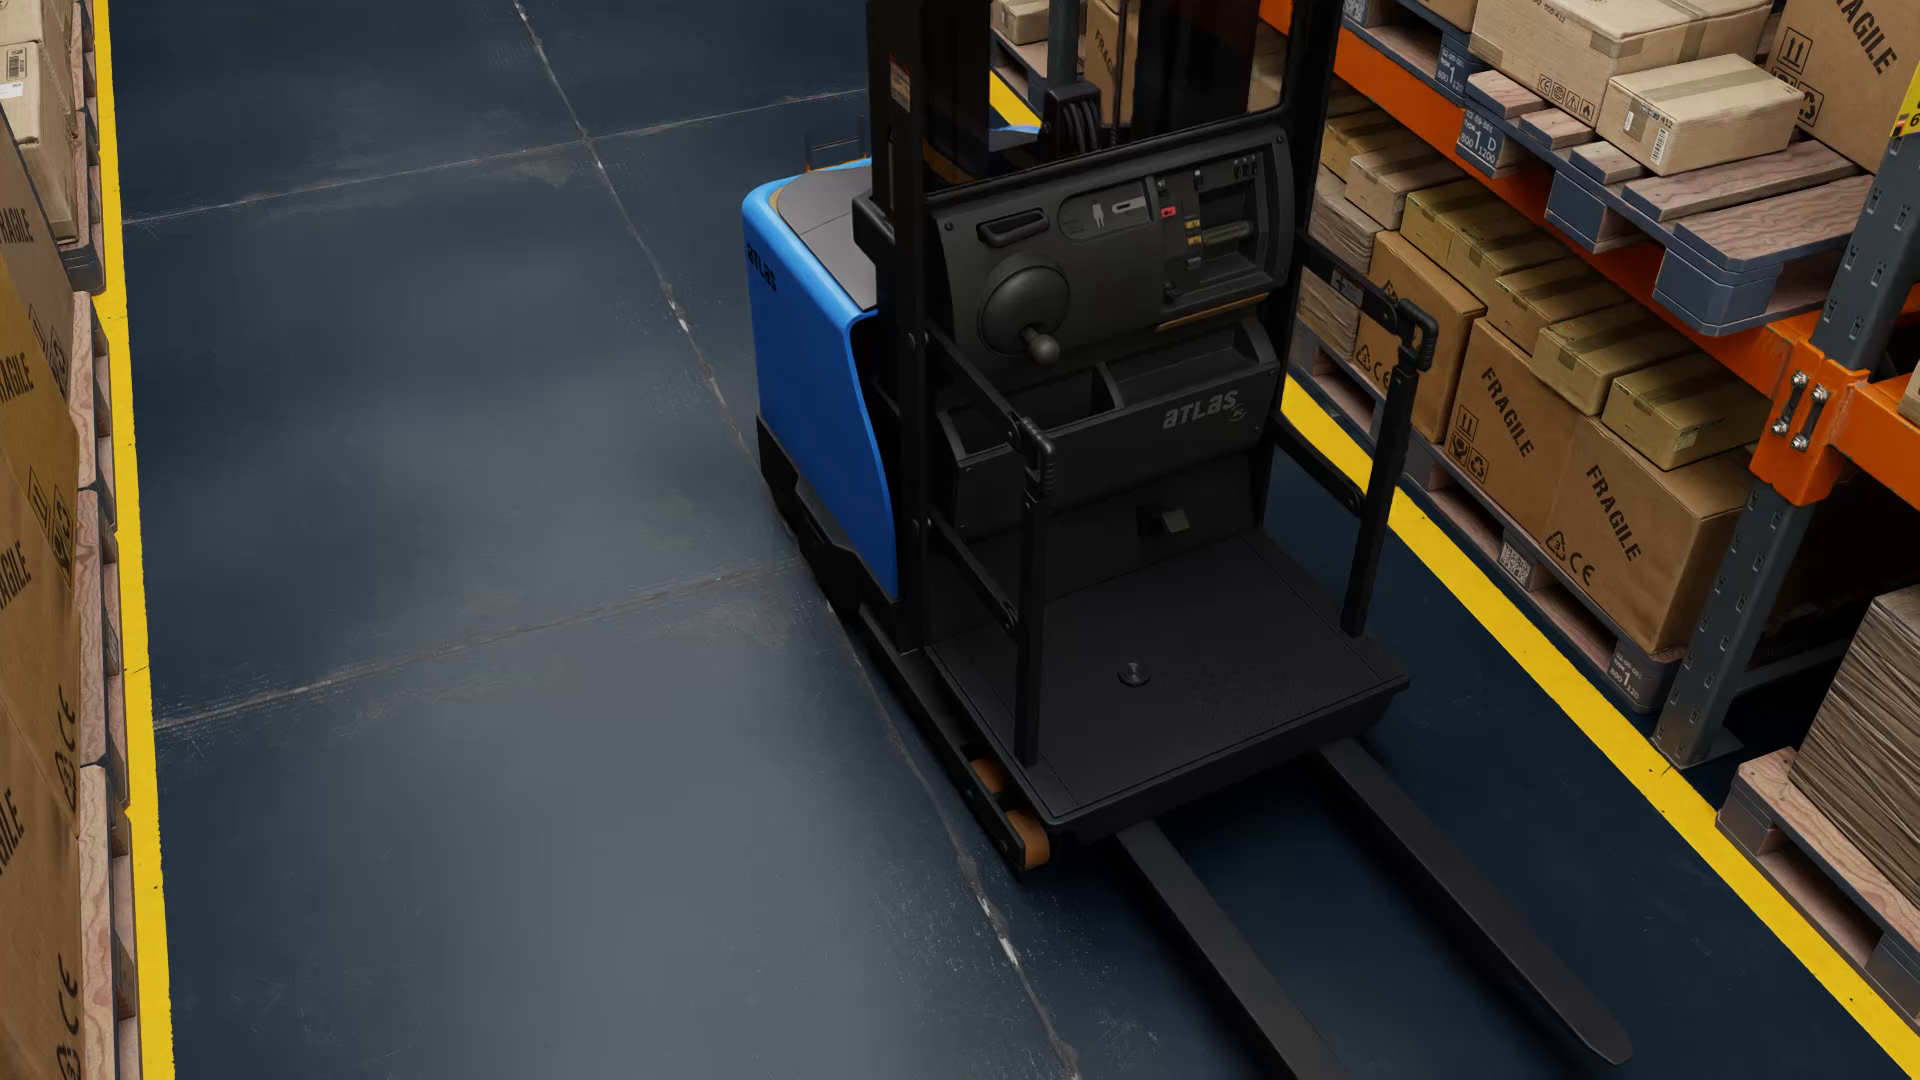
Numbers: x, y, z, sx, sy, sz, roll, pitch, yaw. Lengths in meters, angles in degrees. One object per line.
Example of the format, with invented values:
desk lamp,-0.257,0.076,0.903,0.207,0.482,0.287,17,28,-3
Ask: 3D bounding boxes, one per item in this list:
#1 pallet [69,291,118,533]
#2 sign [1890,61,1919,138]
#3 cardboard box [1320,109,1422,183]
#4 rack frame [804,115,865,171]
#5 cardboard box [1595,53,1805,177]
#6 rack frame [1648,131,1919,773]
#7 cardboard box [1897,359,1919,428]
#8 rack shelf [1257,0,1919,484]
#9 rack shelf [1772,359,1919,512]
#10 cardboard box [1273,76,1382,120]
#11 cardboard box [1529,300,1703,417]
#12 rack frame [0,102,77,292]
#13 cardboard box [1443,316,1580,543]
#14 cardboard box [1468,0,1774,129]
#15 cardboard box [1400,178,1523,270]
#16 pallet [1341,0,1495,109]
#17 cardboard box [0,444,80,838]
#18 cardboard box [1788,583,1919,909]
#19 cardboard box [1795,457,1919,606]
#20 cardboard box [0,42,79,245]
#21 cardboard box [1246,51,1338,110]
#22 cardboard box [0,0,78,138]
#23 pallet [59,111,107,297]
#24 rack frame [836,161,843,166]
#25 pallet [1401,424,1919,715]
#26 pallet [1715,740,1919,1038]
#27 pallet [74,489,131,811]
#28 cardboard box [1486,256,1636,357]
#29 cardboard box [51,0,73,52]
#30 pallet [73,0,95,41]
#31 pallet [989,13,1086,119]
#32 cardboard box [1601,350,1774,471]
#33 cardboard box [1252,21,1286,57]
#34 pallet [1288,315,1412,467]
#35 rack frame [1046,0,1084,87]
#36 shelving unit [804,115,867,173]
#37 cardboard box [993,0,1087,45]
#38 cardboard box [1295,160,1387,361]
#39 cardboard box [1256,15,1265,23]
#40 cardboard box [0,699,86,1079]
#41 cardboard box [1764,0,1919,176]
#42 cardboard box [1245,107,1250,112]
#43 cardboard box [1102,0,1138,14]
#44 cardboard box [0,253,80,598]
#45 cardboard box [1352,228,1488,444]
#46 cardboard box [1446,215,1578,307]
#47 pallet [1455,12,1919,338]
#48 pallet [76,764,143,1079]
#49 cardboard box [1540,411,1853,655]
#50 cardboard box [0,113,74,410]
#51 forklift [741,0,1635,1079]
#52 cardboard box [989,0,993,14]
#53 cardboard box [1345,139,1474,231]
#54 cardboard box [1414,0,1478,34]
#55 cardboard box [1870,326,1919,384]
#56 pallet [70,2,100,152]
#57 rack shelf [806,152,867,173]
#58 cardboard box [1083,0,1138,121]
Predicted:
pallet,-3.360,-0.332,5.474,1.003,0.211,1.213,-15,43,-17
sign,1.892,-0.934,3.209,0.100,0.325,0.005,-15,43,-17
cardboard box,1.438,-1.325,5.587,0.380,0.149,0.250,-15,43,-17
rack frame,-0.389,-0.893,5.484,0.200,1.050,0.008,-19,44,-20
cardboard box,1.784,-1.030,4.018,0.380,0.149,0.250,-14,43,-16
rack frame,2.390,-0.666,3.724,1.000,3.000,0.127,-15,43,-17
cardboard box,2.334,-0.281,3.392,0.500,0.250,0.500,-15,43,-17
rack shelf,1.624,-1.598,5.360,1.077,0.370,4.000,-15,43,-17
rack shelf,3.155,0.811,2.558,1.077,0.370,4.000,-15,43,-17
cardboard box,1.308,-1.480,5.768,0.380,0.149,0.250,-14,43,-15
cardboard box,1.834,-0.515,4.646,0.380,0.149,0.250,-17,44,-19
rack frame,-3.725,-1.835,5.084,1.000,3.000,0.127,-15,43,-17
cardboard box,1.847,-0.383,4.990,0.500,0.500,0.500,-16,43,-17
cardboard box,1.687,-1.324,4.282,0.500,0.250,0.500,-17,44,-19
cardboard box,1.619,-1.005,5.216,0.380,0.149,0.250,-16,43,-17
pallet,1.641,-1.764,5.148,1.003,0.211,1.213,-15,43,-17
cardboard box,-2.720,0.245,3.972,0.875,0.875,0.875,-15,43,-16
cardboard box,2.616,0.454,3.921,0.875,0.625,0.625,-14,43,-16
cardboard box,2.487,-0.202,4.779,0.500,0.500,0.500,-14,43,-15
cardboard box,-3.866,-1.428,6.253,0.875,0.438,0.875,-16,43,-17
cardboard box,1.215,-1.630,5.943,0.380,0.149,0.250,-15,43,-17
cardboard box,-4.210,-1.967,6.880,0.875,0.438,0.875,-16,43,-18
pallet,-3.944,-1.256,6.548,1.003,0.211,1.213,-15,43,-17
rack frame,-0.277,-0.752,5.319,0.200,1.050,0.008,-19,44,-20
pallet,2.139,-0.068,5.168,1.003,0.211,1.213,-15,43,-17
pallet,2.669,0.897,4.046,1.003,0.211,1.213,-15,43,-17
pallet,-2.890,0.404,4.618,1.003,0.211,1.213,-15,43,-17
cardboard box,1.774,-0.684,4.843,0.380,0.149,0.250,-16,43,-18
cardboard box,-4.553,-2.511,7.512,0.875,0.438,0.875,-14,43,-16
pallet,-4.878,-2.726,8.258,1.003,0.211,1.213,-15,43,-17
pallet,0.597,-2.433,7.917,1.003,0.211,1.213,-15,43,-17
cardboard box,1.967,-0.358,4.463,0.380,0.149,0.250,-17,44,-19
cardboard box,1.154,-1.790,6.128,0.380,0.149,0.250,-16,43,-18
pallet,1.676,-0.802,6.021,1.003,0.211,1.213,-15,43,-17
rack frame,0.859,-3.076,6.526,1.000,3.000,0.127,-15,43,-17
shelving unit,-0.333,-0.823,5.402,0.215,1.050,0.252,-19,44,-20
cardboard box,0.375,-2.417,7.624,0.380,0.149,0.250,-16,43,-18
cardboard box,1.429,-1.006,5.714,0.500,0.500,0.500,-17,43,-18
cardboard box,1.037,-1.952,6.316,0.380,0.149,0.250,-17,44,-19
cardboard box,-2.382,0.784,3.346,0.875,0.875,0.875,-15,43,-17
cardboard box,2.337,-1.213,3.961,0.500,0.500,0.500,-13,42,-15
cardboard box,1.236,-1.320,6.079,0.500,0.500,0.500,-16,43,-18
cardboard box,0.751,-2.251,6.665,0.380,0.149,0.250,-13,42,-15
cardboard box,-3.061,-0.293,4.598,0.875,0.875,0.875,-14,43,-16
cardboard box,1.645,-0.698,5.356,0.500,0.500,0.500,-13,42,-15
cardboard box,1.715,-0.855,5.041,0.380,0.149,0.250,-14,43,-16
pallet,2.066,-0.984,4.241,1.213,0.211,1.003,-15,43,-17
pallet,-2.427,1.138,3.765,1.003,0.211,1.213,-15,43,-17
cardboard box,2.029,-0.079,4.636,0.500,0.500,0.500,-14,43,-16
cardboard box,-3.414,-0.836,5.229,0.875,0.875,0.875,-14,43,-16
forklift,0.477,-0.602,3.702,1.130,2.935,3.031,-19,44,-20
cardboard box,0.238,-2.676,7.836,0.396,0.266,0.258,-14,43,-15
cardboard box,1.485,-1.164,5.400,0.380,0.149,0.250,-17,44,-19
cardboard box,1.594,-1.802,4.644,0.797,0.503,0.637,-16,43,-18
cardboard box,2.478,-0.516,4.647,0.380,0.149,0.250,-13,42,-15
pallet,-4.415,-1.992,7.404,1.003,0.211,1.213,-15,43,-17
rack shelf,-0.333,-1.030,5.223,0.215,0.259,0.240,-19,44,-20
cardboard box,0.836,-1.940,6.800,0.500,0.500,0.500,-13,42,-15
